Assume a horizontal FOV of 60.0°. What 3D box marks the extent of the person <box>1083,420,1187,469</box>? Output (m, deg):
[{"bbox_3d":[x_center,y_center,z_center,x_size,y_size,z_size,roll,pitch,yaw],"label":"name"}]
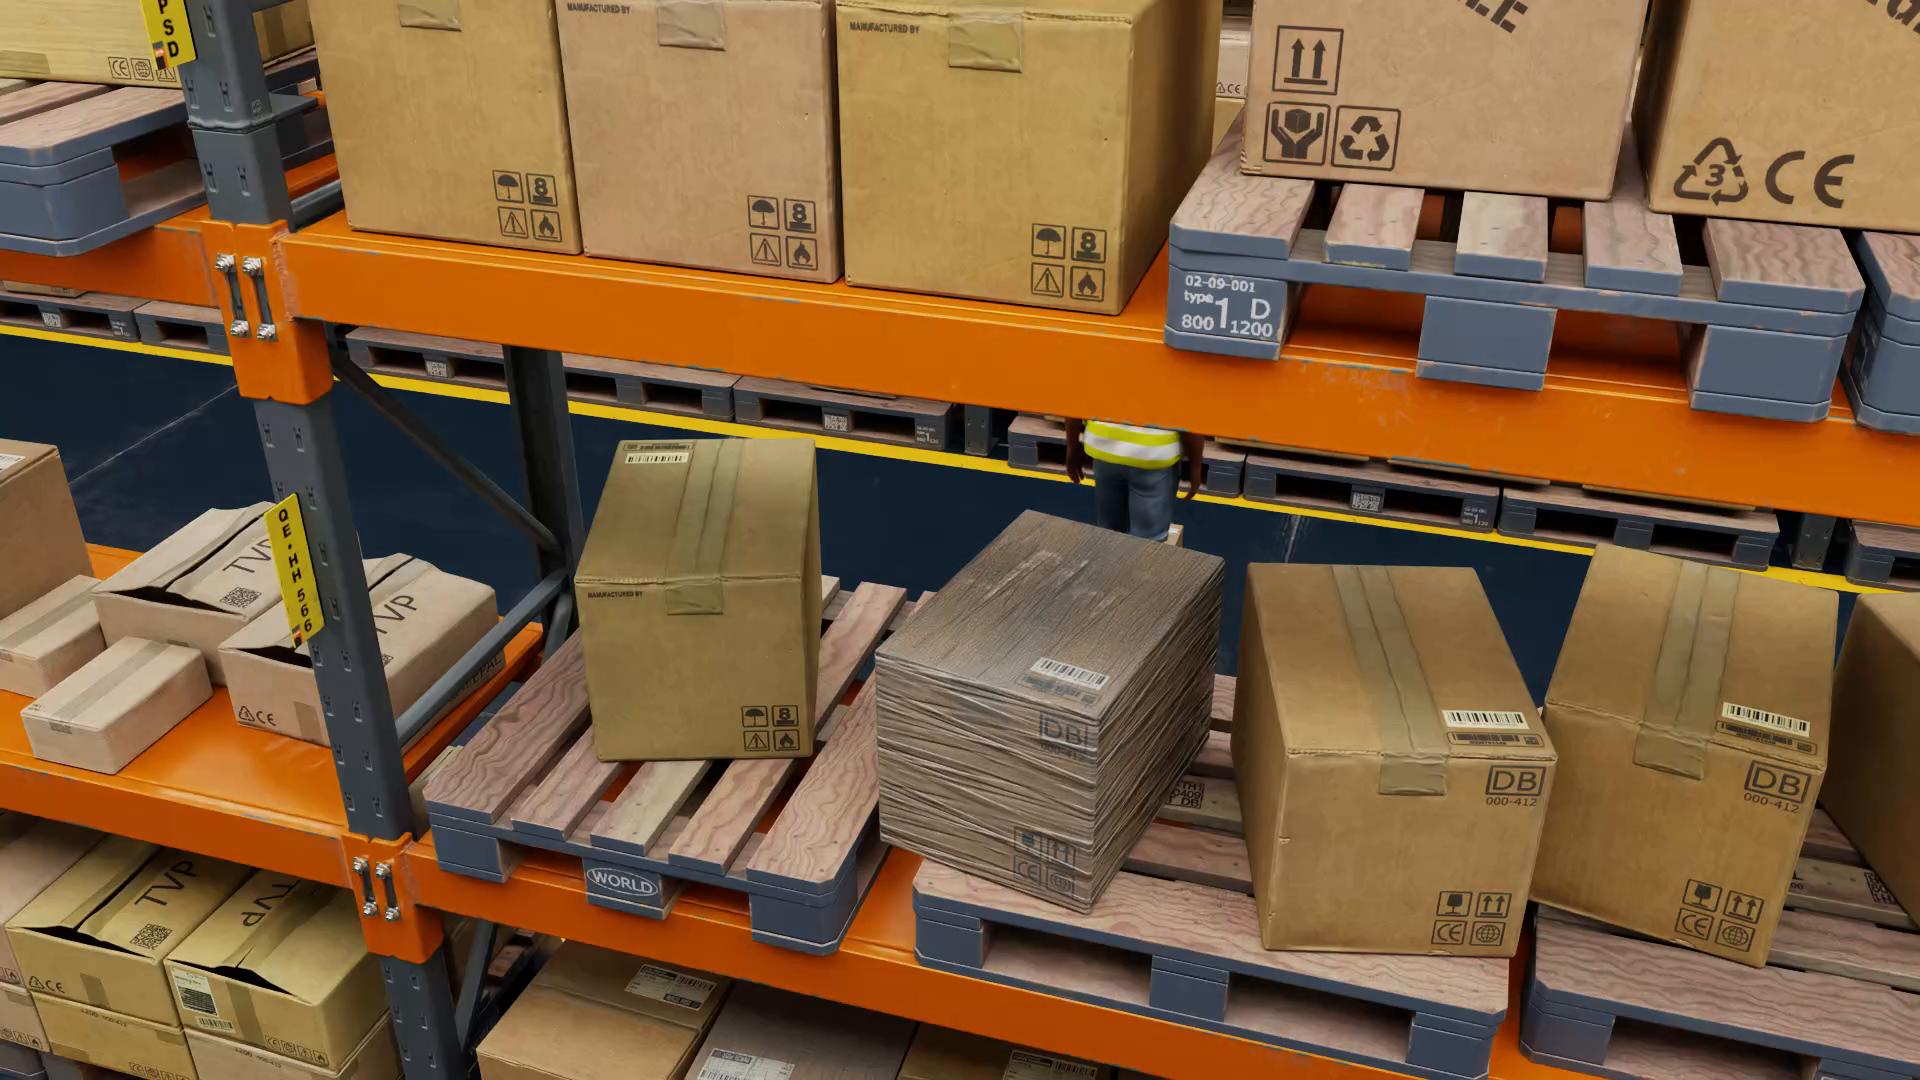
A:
[{"bbox_3d":[-6.226,2.398,0.307,5.503,3.192,19.672,16,33,26],"label":"person"}]
